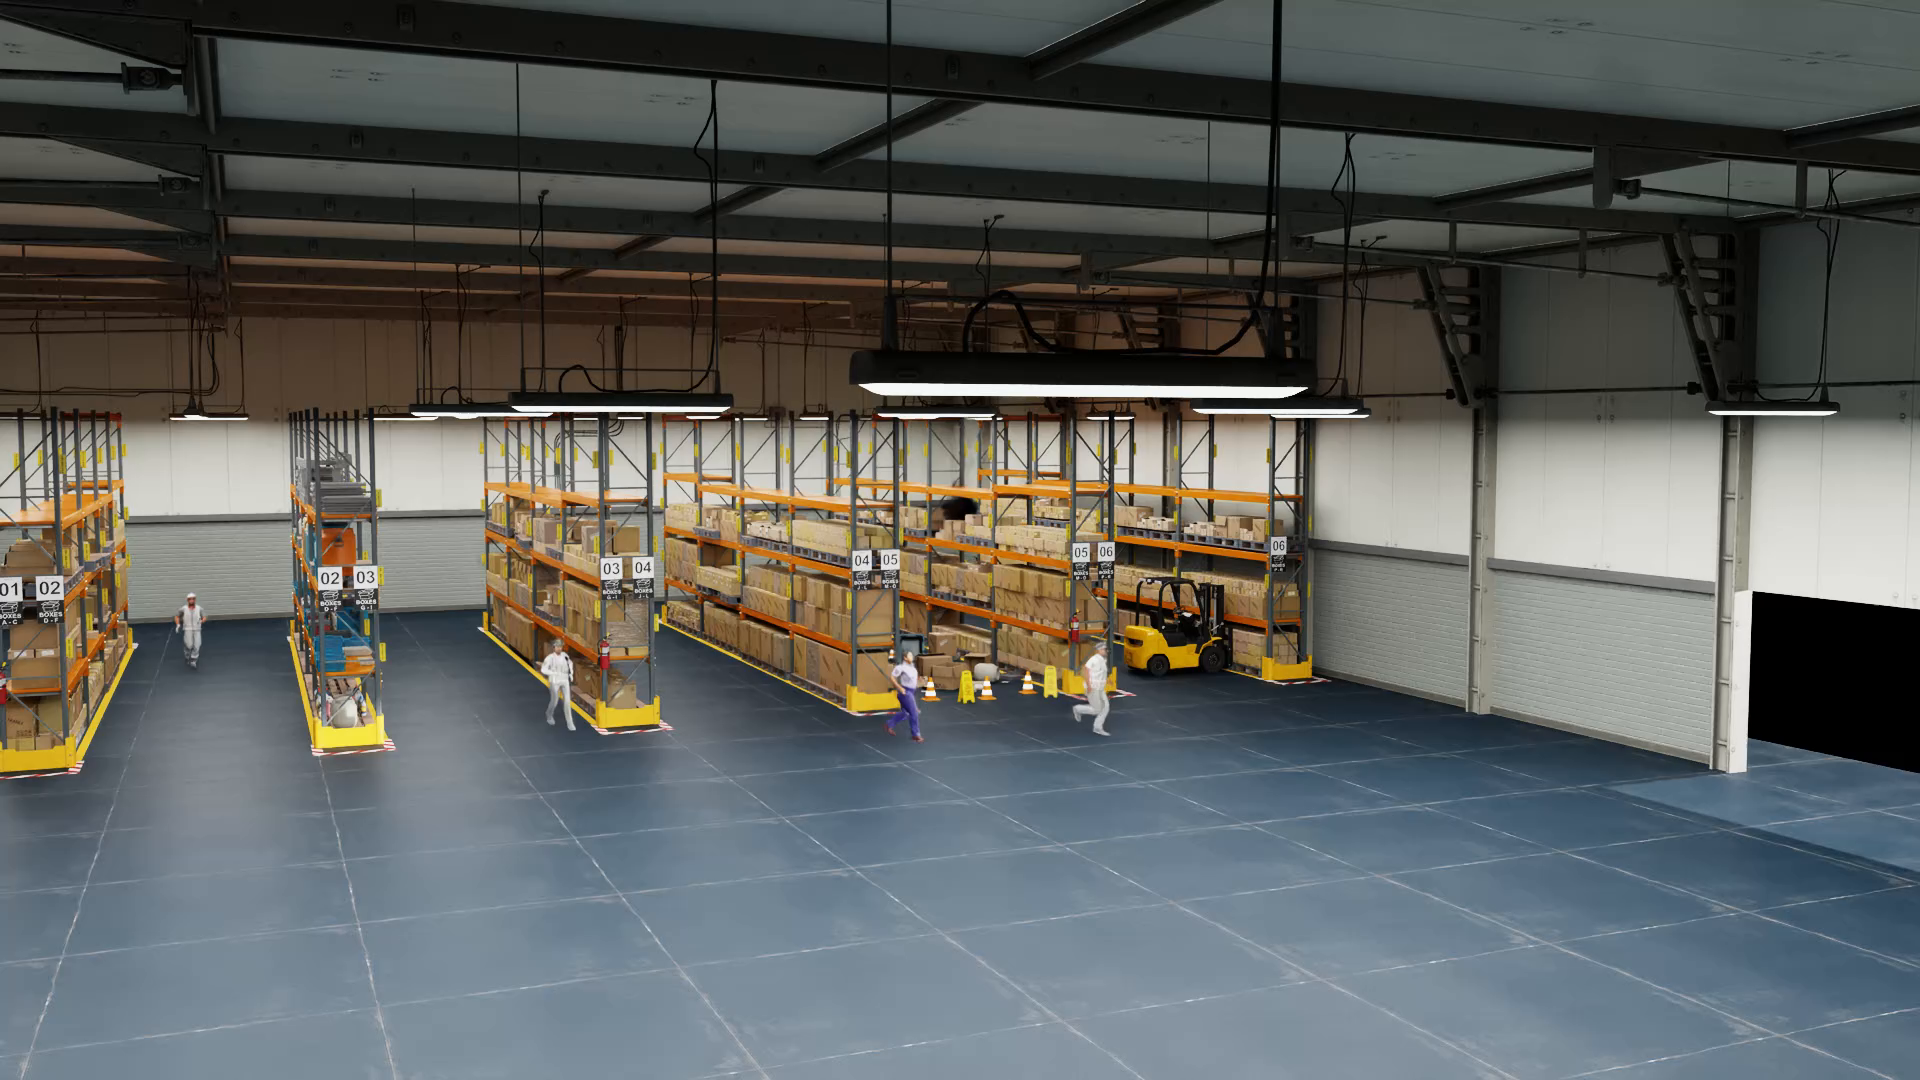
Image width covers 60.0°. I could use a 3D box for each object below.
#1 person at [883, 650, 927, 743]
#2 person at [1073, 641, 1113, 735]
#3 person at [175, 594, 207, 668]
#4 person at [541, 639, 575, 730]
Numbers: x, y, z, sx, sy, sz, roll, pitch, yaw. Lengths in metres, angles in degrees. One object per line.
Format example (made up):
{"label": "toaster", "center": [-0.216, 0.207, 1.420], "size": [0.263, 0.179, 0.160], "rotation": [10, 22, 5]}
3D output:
{"label": "person", "center": [-0.990, 2.812, 30.009], "size": [0.868, 1.656, 0.593], "rotation": [1, 4, 17]}
{"label": "person", "center": [2.453, 2.732, 30.710], "size": [0.724, 1.749, 0.692], "rotation": [2, 4, 25]}
{"label": "person", "center": [-17.896, 2.124, 38.753], "size": [0.664, 1.739, 0.603], "rotation": [-3, 5, -33]}
{"label": "person", "center": [-7.497, 2.670, 31.046], "size": [0.646, 1.678, 0.942], "rotation": [-2, 5, -31]}
